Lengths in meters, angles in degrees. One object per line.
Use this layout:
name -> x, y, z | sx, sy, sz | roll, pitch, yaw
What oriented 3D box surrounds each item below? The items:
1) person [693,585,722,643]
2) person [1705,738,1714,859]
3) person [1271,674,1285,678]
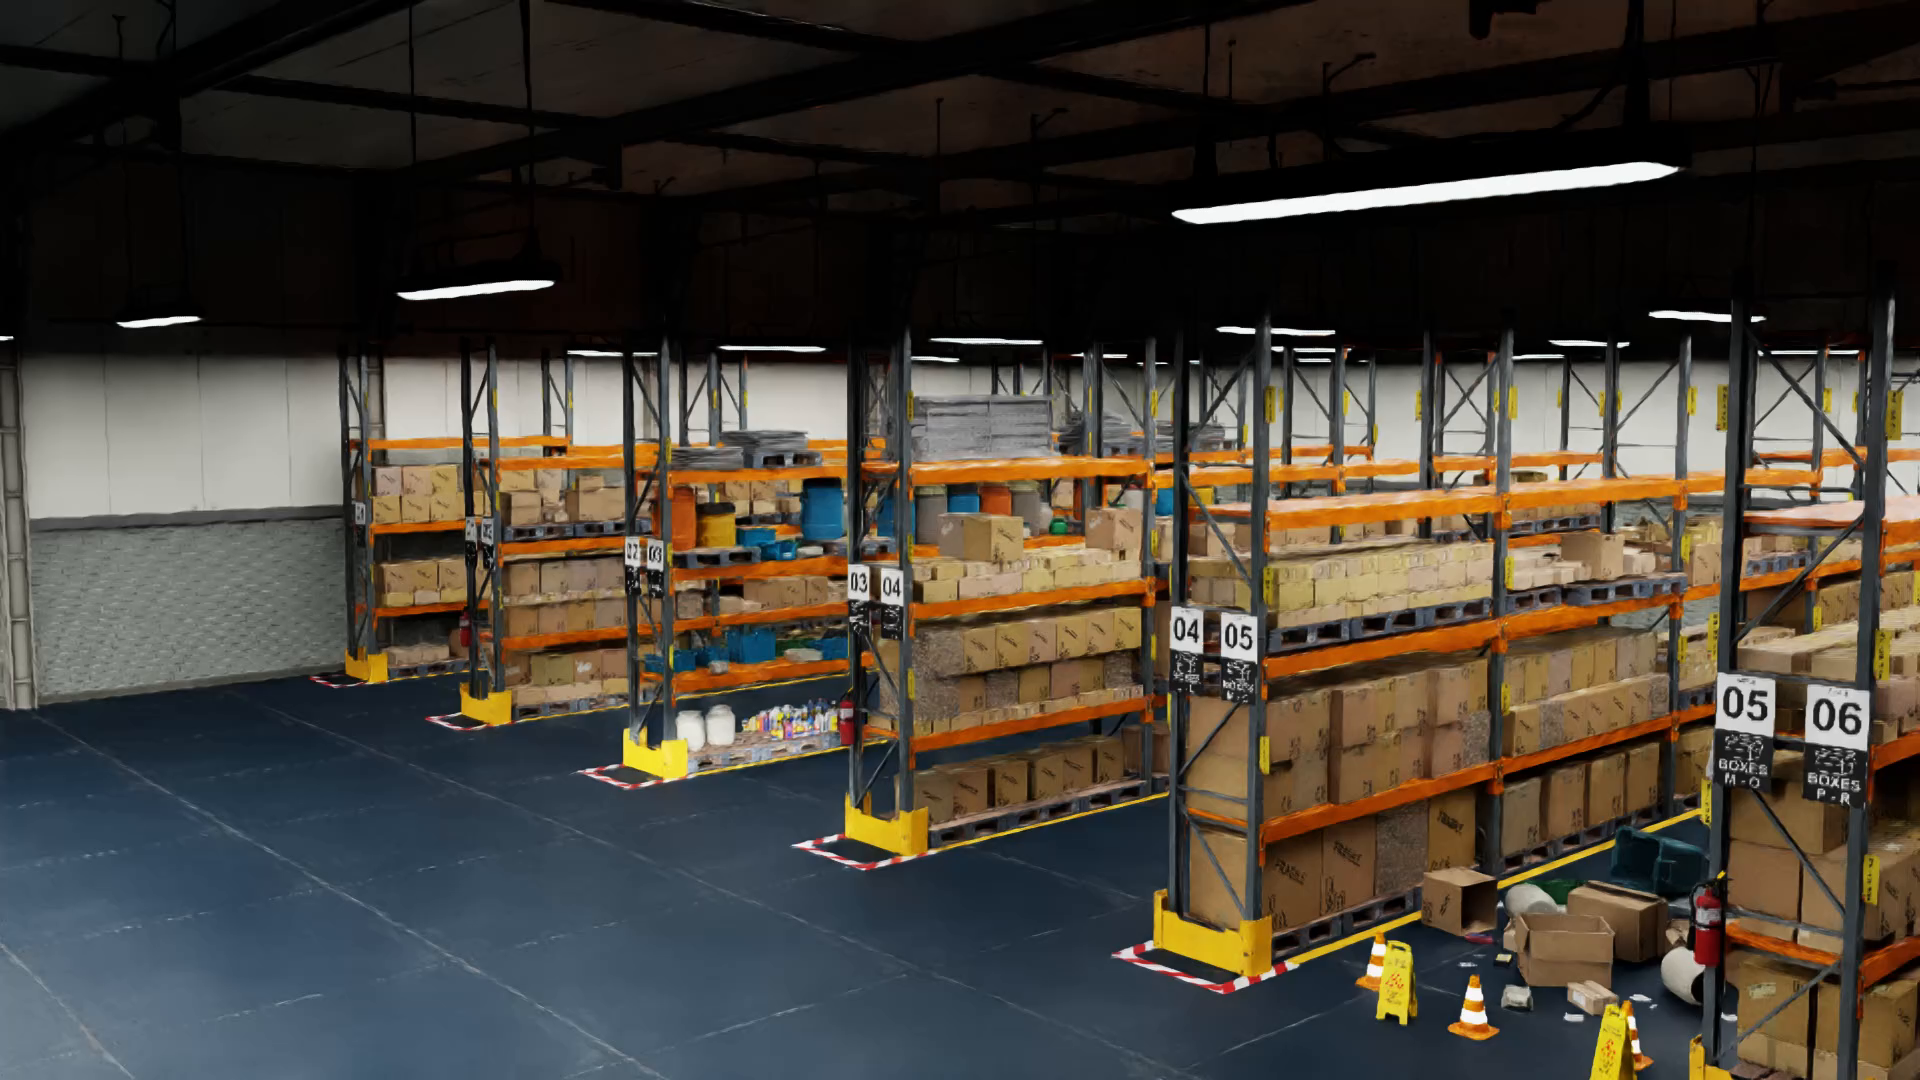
person -> -4.687, 1.597, 30.806 | 1.081, 1.590, 0.439 | -5, 7, -44
person -> 8.444, 2.717, 18.327 | 0.523, 1.592, 0.527 | -1, 5, -9
person -> 4.171, 2.448, 21.514 | 0.518, 1.604, 0.592 | -5, 7, -44
